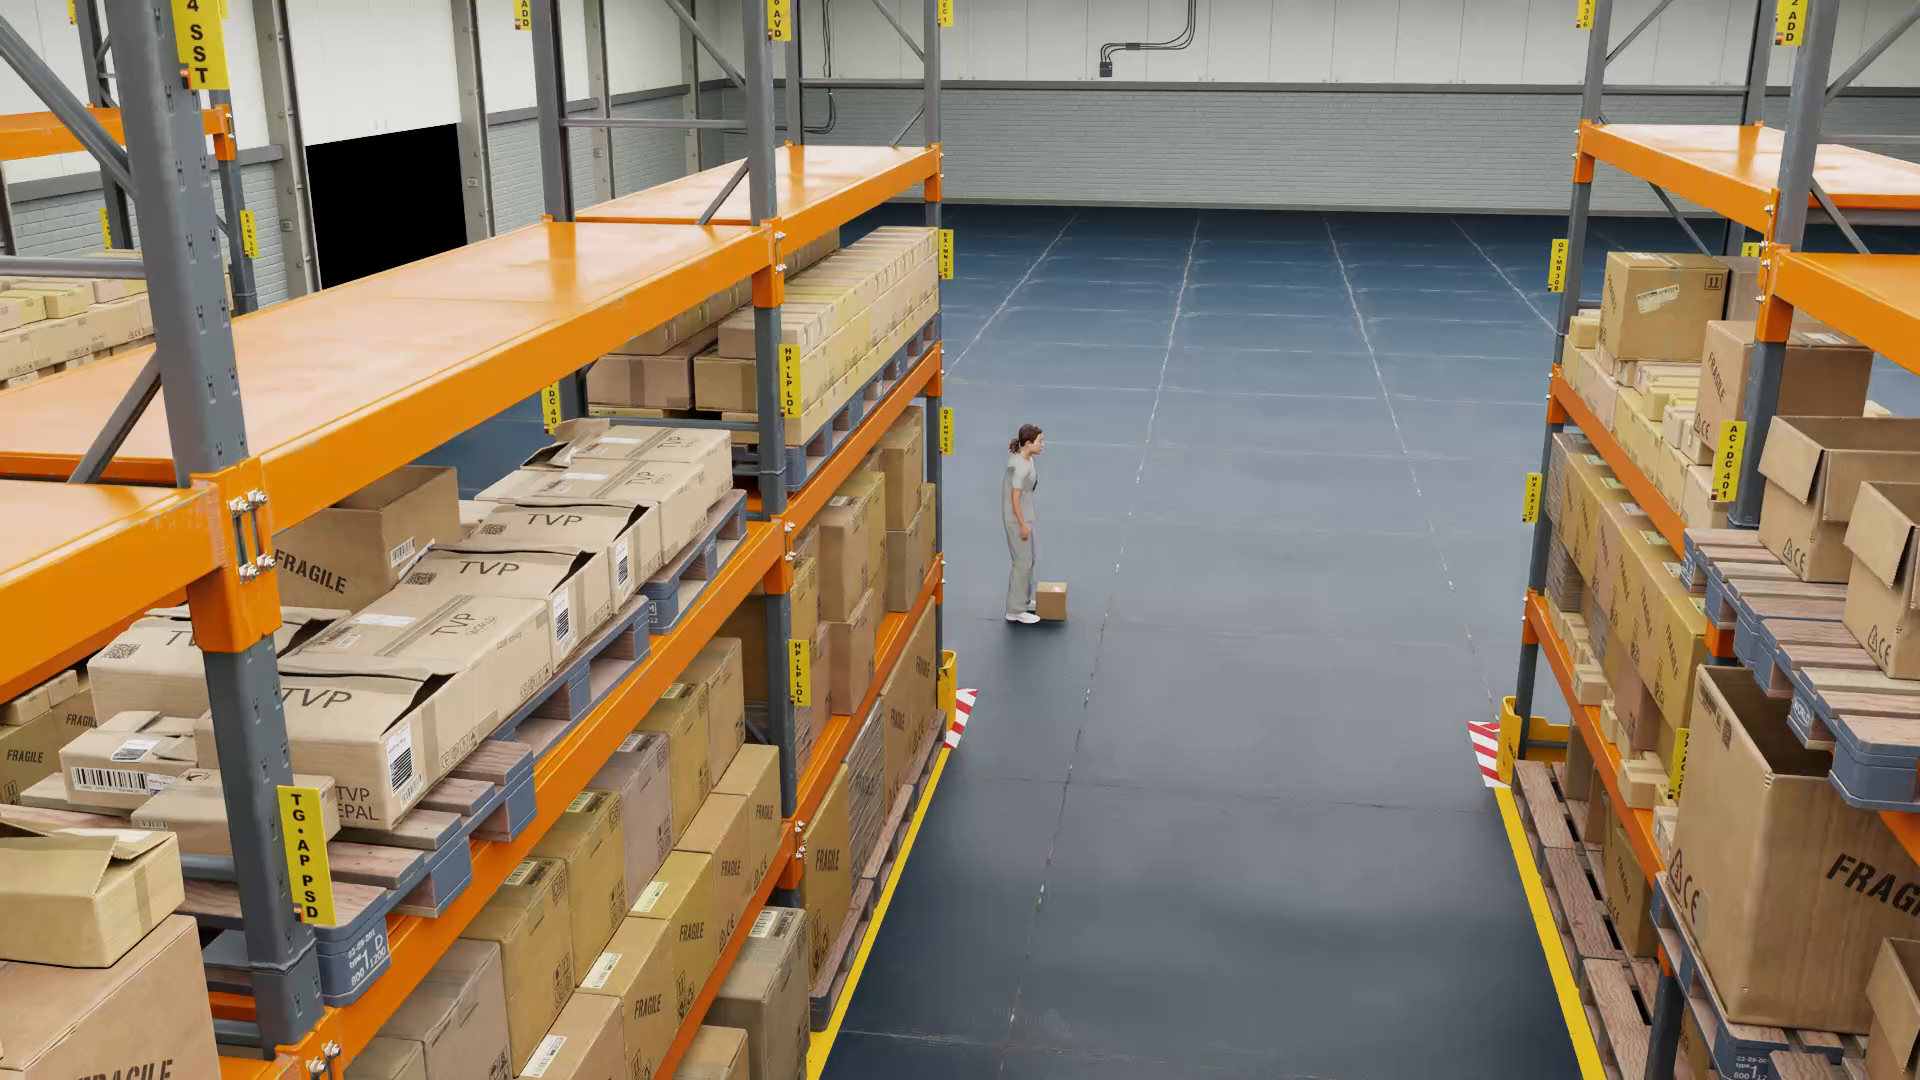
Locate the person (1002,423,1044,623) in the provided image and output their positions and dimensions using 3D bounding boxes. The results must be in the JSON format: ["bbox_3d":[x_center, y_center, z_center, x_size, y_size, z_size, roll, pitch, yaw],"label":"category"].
[{"bbox_3d":[0.534,-0.164,14.007,0.357,1.673,0.486,3,18,9],"label":"person"}]
